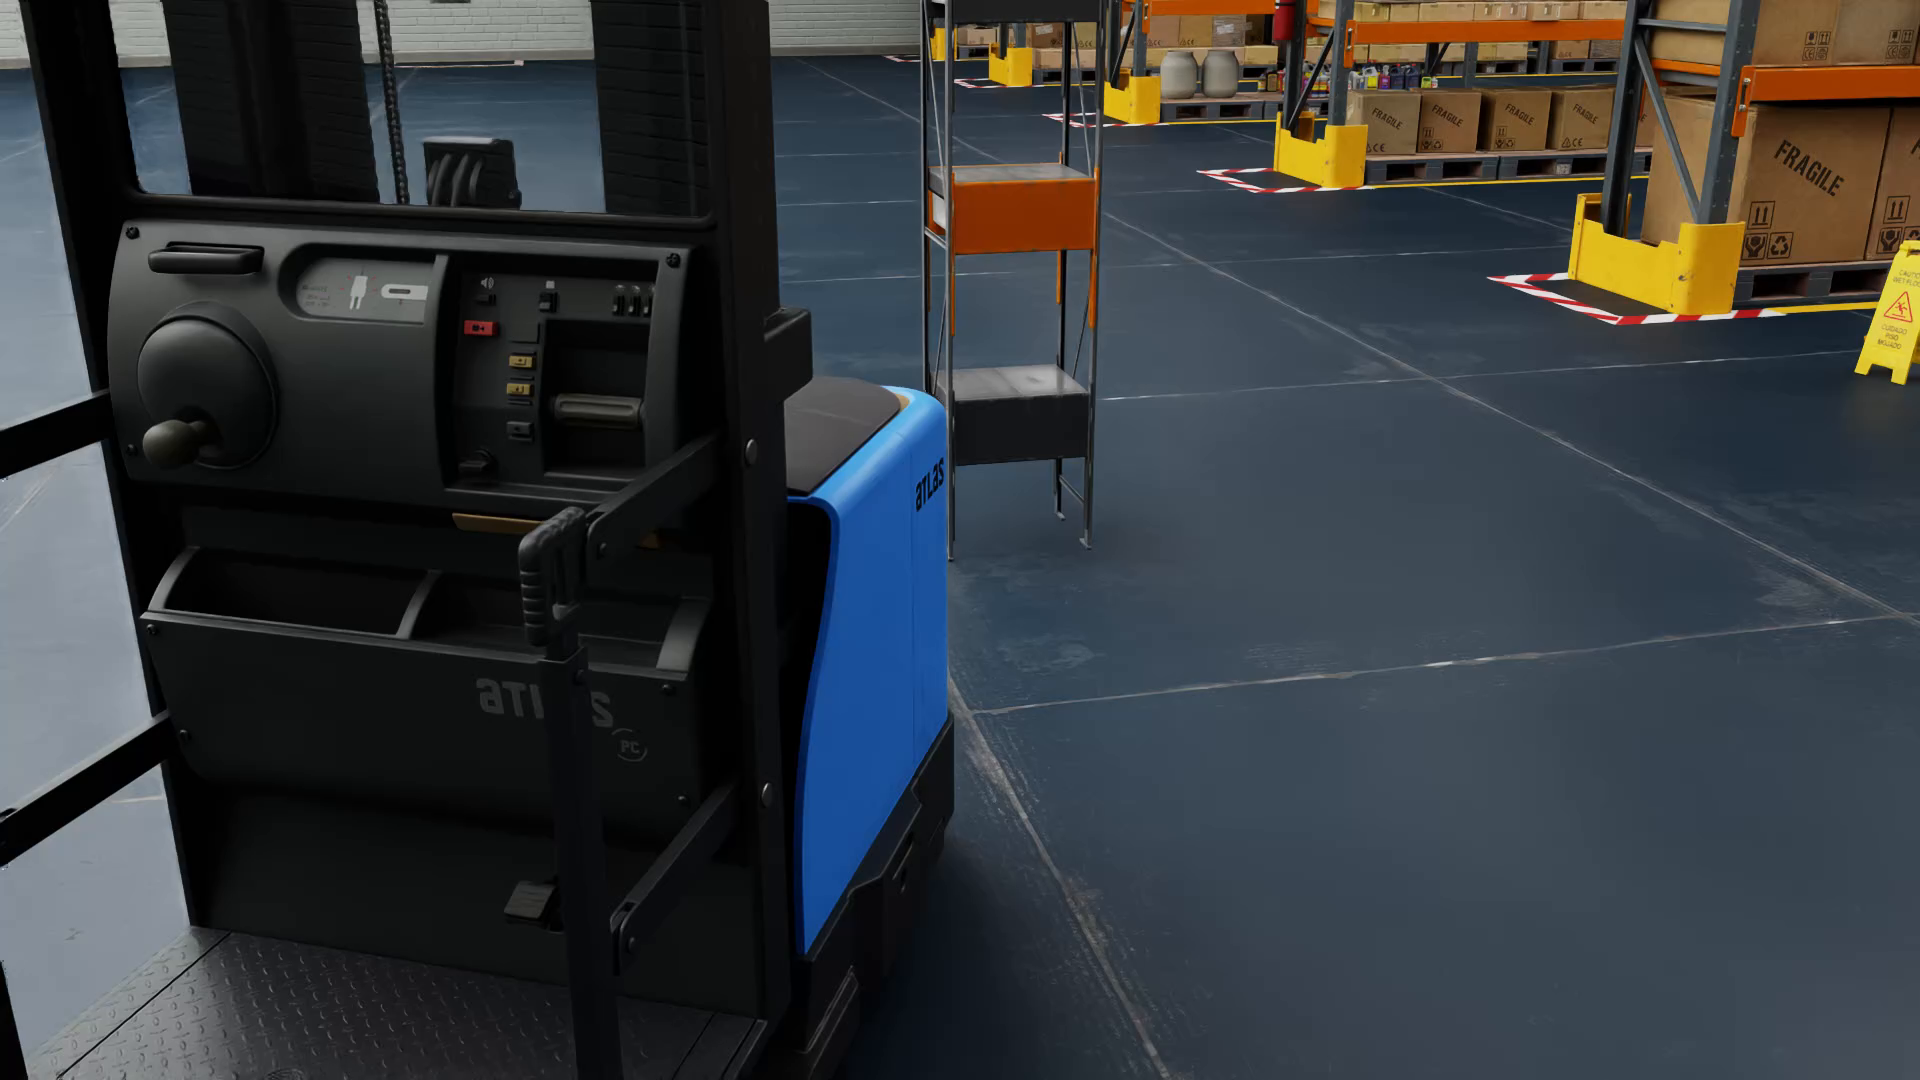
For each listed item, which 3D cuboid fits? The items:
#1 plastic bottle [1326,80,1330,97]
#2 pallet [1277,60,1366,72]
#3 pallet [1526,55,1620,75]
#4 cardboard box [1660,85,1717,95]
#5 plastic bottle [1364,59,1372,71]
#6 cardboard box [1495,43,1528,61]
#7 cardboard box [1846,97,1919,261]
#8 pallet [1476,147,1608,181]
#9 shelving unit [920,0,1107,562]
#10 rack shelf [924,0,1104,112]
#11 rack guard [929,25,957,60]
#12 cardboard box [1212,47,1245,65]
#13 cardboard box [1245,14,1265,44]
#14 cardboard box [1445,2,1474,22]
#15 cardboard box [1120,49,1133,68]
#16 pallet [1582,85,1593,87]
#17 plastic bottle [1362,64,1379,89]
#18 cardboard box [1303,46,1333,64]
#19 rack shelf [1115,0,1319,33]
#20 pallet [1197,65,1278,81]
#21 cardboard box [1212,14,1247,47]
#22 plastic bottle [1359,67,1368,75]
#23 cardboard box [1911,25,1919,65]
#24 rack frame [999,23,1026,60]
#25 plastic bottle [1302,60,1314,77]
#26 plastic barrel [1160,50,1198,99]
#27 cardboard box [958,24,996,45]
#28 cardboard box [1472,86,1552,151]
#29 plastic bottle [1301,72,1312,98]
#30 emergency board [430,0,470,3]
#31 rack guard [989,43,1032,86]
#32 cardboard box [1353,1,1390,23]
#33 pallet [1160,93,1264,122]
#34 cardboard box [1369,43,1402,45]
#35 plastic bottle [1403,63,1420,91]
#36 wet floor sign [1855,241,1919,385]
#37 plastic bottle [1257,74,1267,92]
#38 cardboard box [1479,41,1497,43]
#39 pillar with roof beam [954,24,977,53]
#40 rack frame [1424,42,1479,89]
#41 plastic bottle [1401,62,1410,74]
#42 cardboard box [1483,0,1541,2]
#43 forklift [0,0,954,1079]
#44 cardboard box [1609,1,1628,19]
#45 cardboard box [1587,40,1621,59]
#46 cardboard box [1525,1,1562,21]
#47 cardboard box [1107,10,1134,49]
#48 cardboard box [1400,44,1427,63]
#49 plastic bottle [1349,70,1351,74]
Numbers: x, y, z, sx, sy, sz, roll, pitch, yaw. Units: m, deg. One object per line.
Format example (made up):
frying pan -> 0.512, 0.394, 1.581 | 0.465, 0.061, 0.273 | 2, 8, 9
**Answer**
plastic bottle -> 4.226, -5.156, 18.958 | 0.097, 0.201, 0.097 | 0, 20, 0
pallet -> 5.328, -6.919, 24.394 | 1.213, 0.211, 1.003 | -5, 21, -12
pallet -> 9.247, -7.210, 25.191 | 1.213, 0.211, 1.003 | -5, 21, -12
cardboard box -> 6.497, -3.845, 14.975 | 0.500, 0.500, 0.500 | -5, 21, -14
plastic bottle -> 4.875, -5.536, 19.778 | 0.185, 0.351, 0.144 | -4, 21, -11
cardboard box -> 8.056, -7.256, 24.648 | 0.500, 0.250, 0.500 | -4, 21, -11
cardboard box -> 5.546, -2.201, 9.941 | 0.875, 0.875, 0.875 | -5, 21, -13
pallet -> 5.060, -3.368, 14.702 | 1.213, 0.211, 1.003 | -5, 21, -12
shelving unit -> 0.161, -0.999, 5.489 | 0.503, 2.100, 0.431 | -5, 21, -12
rack shelf -> 0.161, -1.644, 5.253 | 0.480, 0.518, 0.431 | -5, 21, -12
rack guard -> -0.343, -8.330, 27.828 | 0.348, 0.500, 1.175 | -5, 21, -12
cardboard box -> 3.730, -6.916, 23.722 | 0.500, 0.250, 0.500 | -5, 21, -12
cardboard box -> 4.096, -7.483, 24.178 | 0.500, 0.500, 0.500 | -5, 21, -12
cardboard box -> 4.068, -4.403, 13.839 | 0.250, 0.149, 0.380 | -5, 21, -12
cardboard box -> 2.272, -6.794, 23.388 | 0.500, 0.250, 0.500 | -5, 21, -12
pallet -> 7.701, -5.362, 20.145 | 1.213, 0.211, 1.003 | -5, 21, -12
plastic bottle -> 4.694, -5.273, 19.059 | 0.185, 0.351, 0.144 | -5, 21, -13
cardboard box -> 5.069, -7.012, 23.981 | 0.500, 0.250, 0.500 | -5, 21, -14
rack shelf -> 3.809, -6.002, 18.884 | 4.000, 0.370, 1.077 | -5, 21, -12
pallet -> 3.836, -6.798, 24.066 | 1.213, 0.211, 1.003 | -5, 21, -12
cardboard box -> 3.729, -7.269, 23.594 | 0.500, 0.500, 0.500 | -5, 21, -12
plastic bottle -> 4.761, -5.447, 19.650 | 0.097, 0.271, 0.097 | 0, 20, 0
cardboard box -> 5.501, -3.023, 9.489 | 0.550, 0.550, 0.875 | -5, 21, -12
rack frame -> 0.727, -7.840, 22.856 | 0.127, 3.000, 1.000 | -5, 21, -12
plastic bottle -> 4.096, -5.473, 19.605 | 0.185, 0.351, 0.144 | -4, 20, -10
plastic barrel -> 2.486, -5.288, 18.896 | 0.421, 0.512, 0.421 | 0, 20, 0
cardboard box -> 0.277, -8.466, 27.836 | 0.500, 0.311, 0.500 | -7, 21, -19
cardboard box -> 4.802, -3.693, 14.558 | 0.500, 0.500, 0.500 | -3, 20, -7
plastic bottle -> 3.924, -5.164, 18.859 | 0.133, 0.283, 0.061 | -4, 21, -12
emergency board -> -8.200, -9.190, 26.542 | 0.626, 1.169, 0.157 | -5, 21, -12
rack guard -> 0.703, -6.664, 23.280 | 0.348, 0.500, 1.175 | -5, 21, -12
cardboard box -> 3.335, -4.348, 13.690 | 0.250, 0.149, 0.380 | -5, 21, -12
pallet -> 2.718, -4.956, 19.038 | 1.213, 0.211, 1.003 | -5, 21, -12
cardboard box -> 6.071, -7.354, 24.102 | 0.500, 0.311, 0.500 | -5, 21, -14
plastic bottle -> 5.195, -5.313, 19.170 | 0.185, 0.351, 0.144 | -5, 21, -14
wet floor sign -> 4.473, -1.085, 7.838 | 0.232, 0.644, 0.267 | -8, 22, -22
plastic bottle -> 3.549, -5.366, 19.532 | 0.097, 0.201, 0.097 | 0, 20, 0
cardboard box -> 7.555, -7.475, 24.432 | 0.500, 0.311, 0.500 | -5, 21, -13
pillar with roof beam -> 1.056, -11.219, 23.357 | 0.400, 9.000, 9.100 | -5, 21, -12
rack frame -> 5.756, -6.498, 19.193 | 0.127, 3.000, 1.000 | -5, 21, -12
plastic bottle -> 5.162, -5.362, 19.302 | 0.185, 0.351, 0.144 | -5, 21, -12
cardboard box -> 4.500, -4.849, 14.114 | 0.500, 0.500, 0.875 | -5, 21, -12
forklift -> -0.881, -0.248, 2.230 | 1.130, 2.935, 3.031 | 5, 21, 14
cardboard box -> 5.526, -4.524, 14.170 | 0.250, 0.149, 0.380 | -5, 21, -12
cardboard box -> 9.529, -7.490, 24.894 | 0.500, 0.500, 0.500 | -5, 21, -14
cardboard box -> 4.817, -4.435, 13.925 | 0.250, 0.149, 0.380 | -5, 21, -12
cardboard box -> 2.270, -7.150, 23.270 | 0.500, 0.500, 0.500 | -5, 21, -12
cardboard box -> 6.565, -7.133, 24.314 | 0.500, 0.250, 0.500 | -4, 21, -11
plastic bottle -> 4.510, -5.265, 19.136 | 0.133, 0.283, 0.061 | -5, 21, -12
